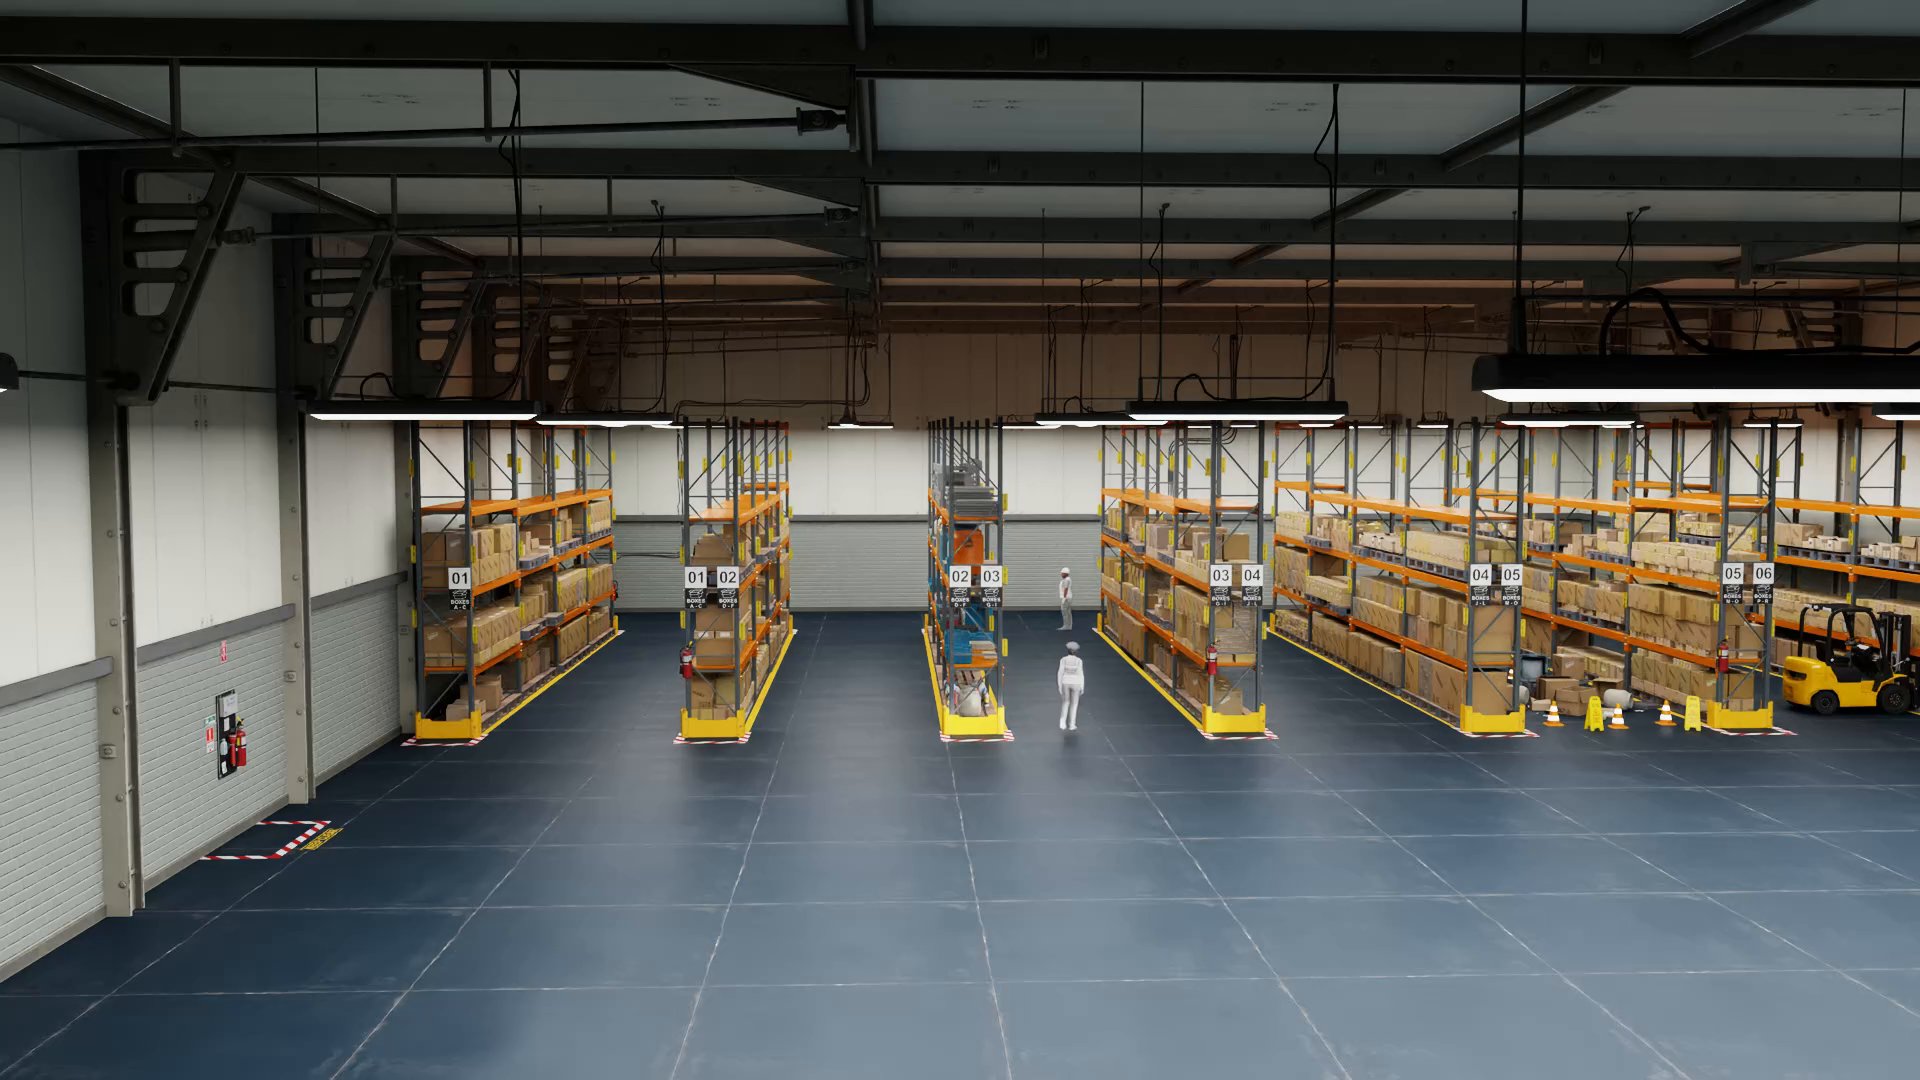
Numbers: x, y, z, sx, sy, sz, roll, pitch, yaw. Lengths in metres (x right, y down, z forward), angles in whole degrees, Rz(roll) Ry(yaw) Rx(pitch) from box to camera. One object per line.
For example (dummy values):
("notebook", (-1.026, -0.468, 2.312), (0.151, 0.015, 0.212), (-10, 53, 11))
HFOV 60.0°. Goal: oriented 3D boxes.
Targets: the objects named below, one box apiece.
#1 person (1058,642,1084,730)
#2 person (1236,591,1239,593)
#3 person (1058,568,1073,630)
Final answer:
("person", (2.119, 2.791, 31.778), (0.489, 1.685, 0.452), (2, 4, 26))
("person", (7.852, 1.866, 47.828), (0.410, 1.442, 0.915), (2, 4, 25))
("person", (3.063, 1.692, 47.976), (0.357, 1.788, 0.643), (1, 4, 19))
